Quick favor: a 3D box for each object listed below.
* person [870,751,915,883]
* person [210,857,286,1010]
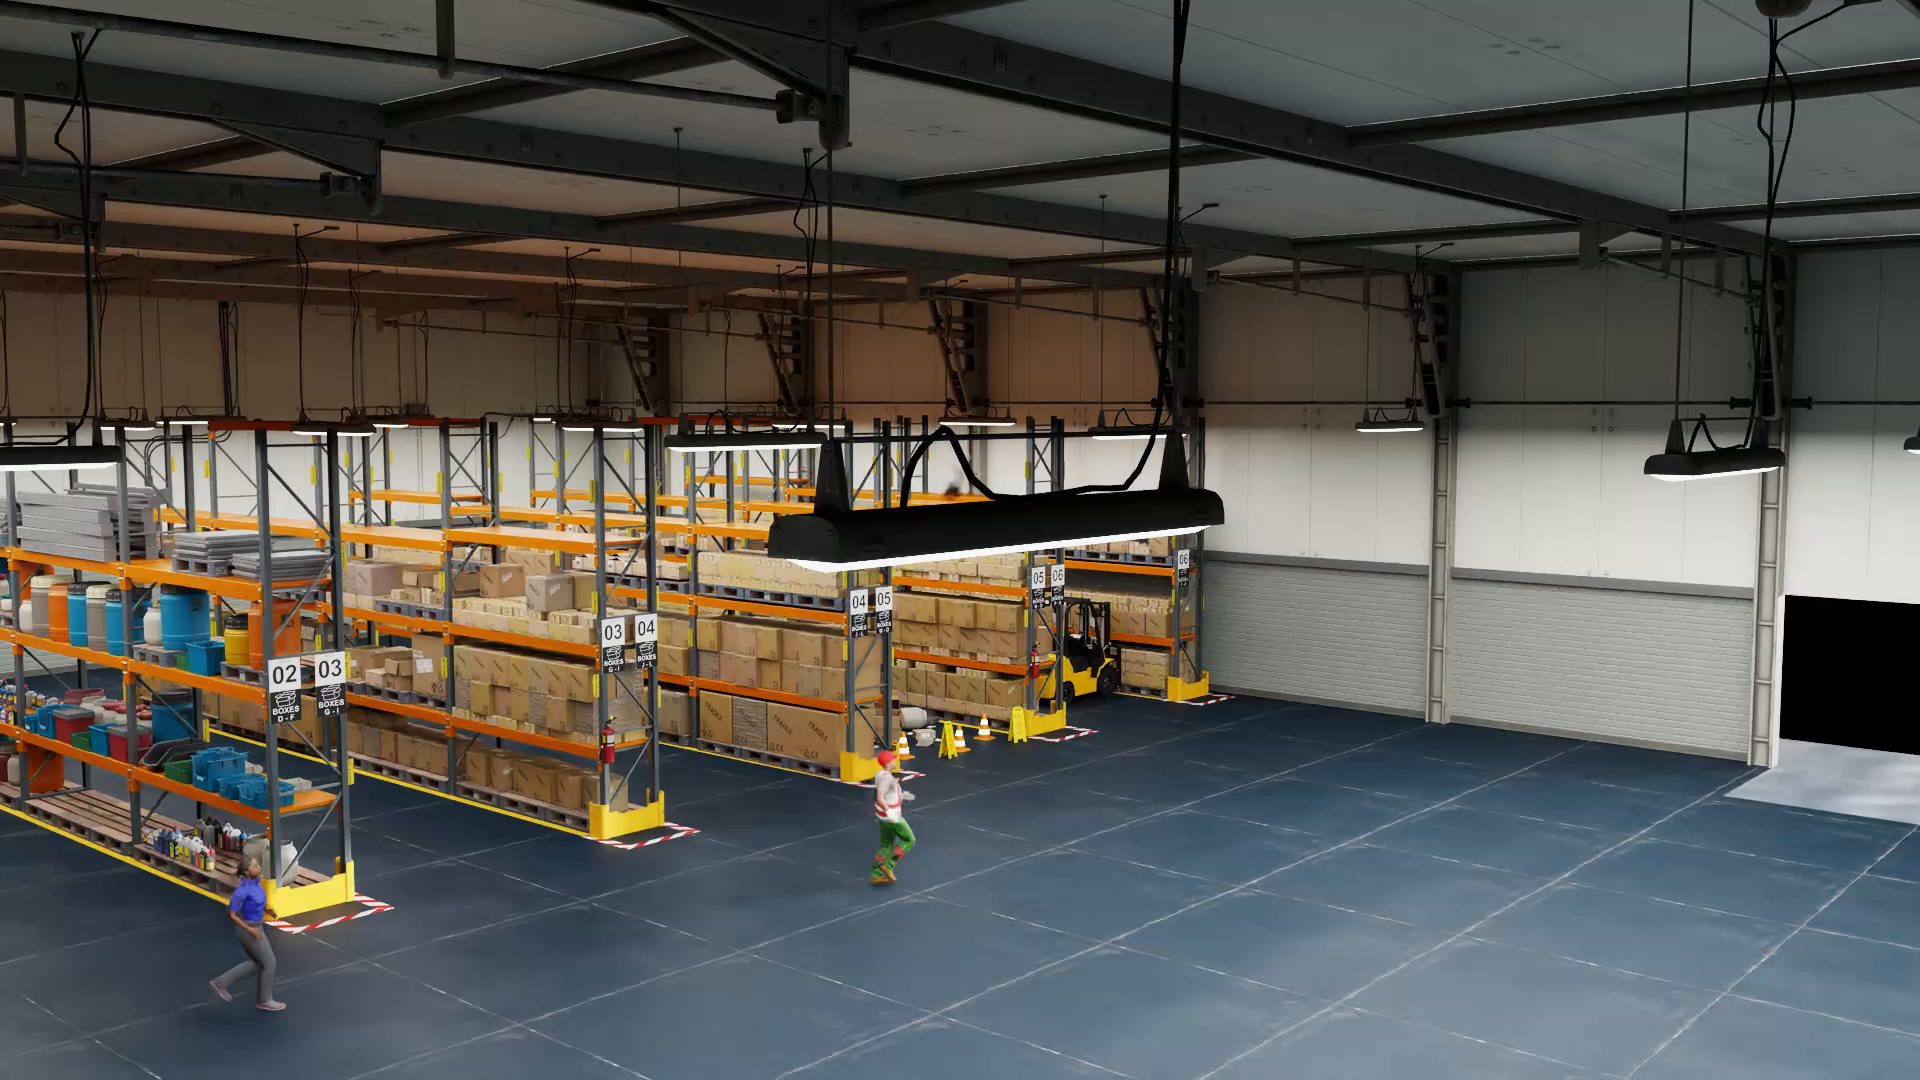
[{"bbox_3d":[-0.875,3.624,21.826,0.640,1.742,0.651,-2,5,-21],"label":"person"},{"bbox_3d":[-7.412,4.093,17.262,0.726,1.649,0.576,-1,5,-15],"label":"person"}]
